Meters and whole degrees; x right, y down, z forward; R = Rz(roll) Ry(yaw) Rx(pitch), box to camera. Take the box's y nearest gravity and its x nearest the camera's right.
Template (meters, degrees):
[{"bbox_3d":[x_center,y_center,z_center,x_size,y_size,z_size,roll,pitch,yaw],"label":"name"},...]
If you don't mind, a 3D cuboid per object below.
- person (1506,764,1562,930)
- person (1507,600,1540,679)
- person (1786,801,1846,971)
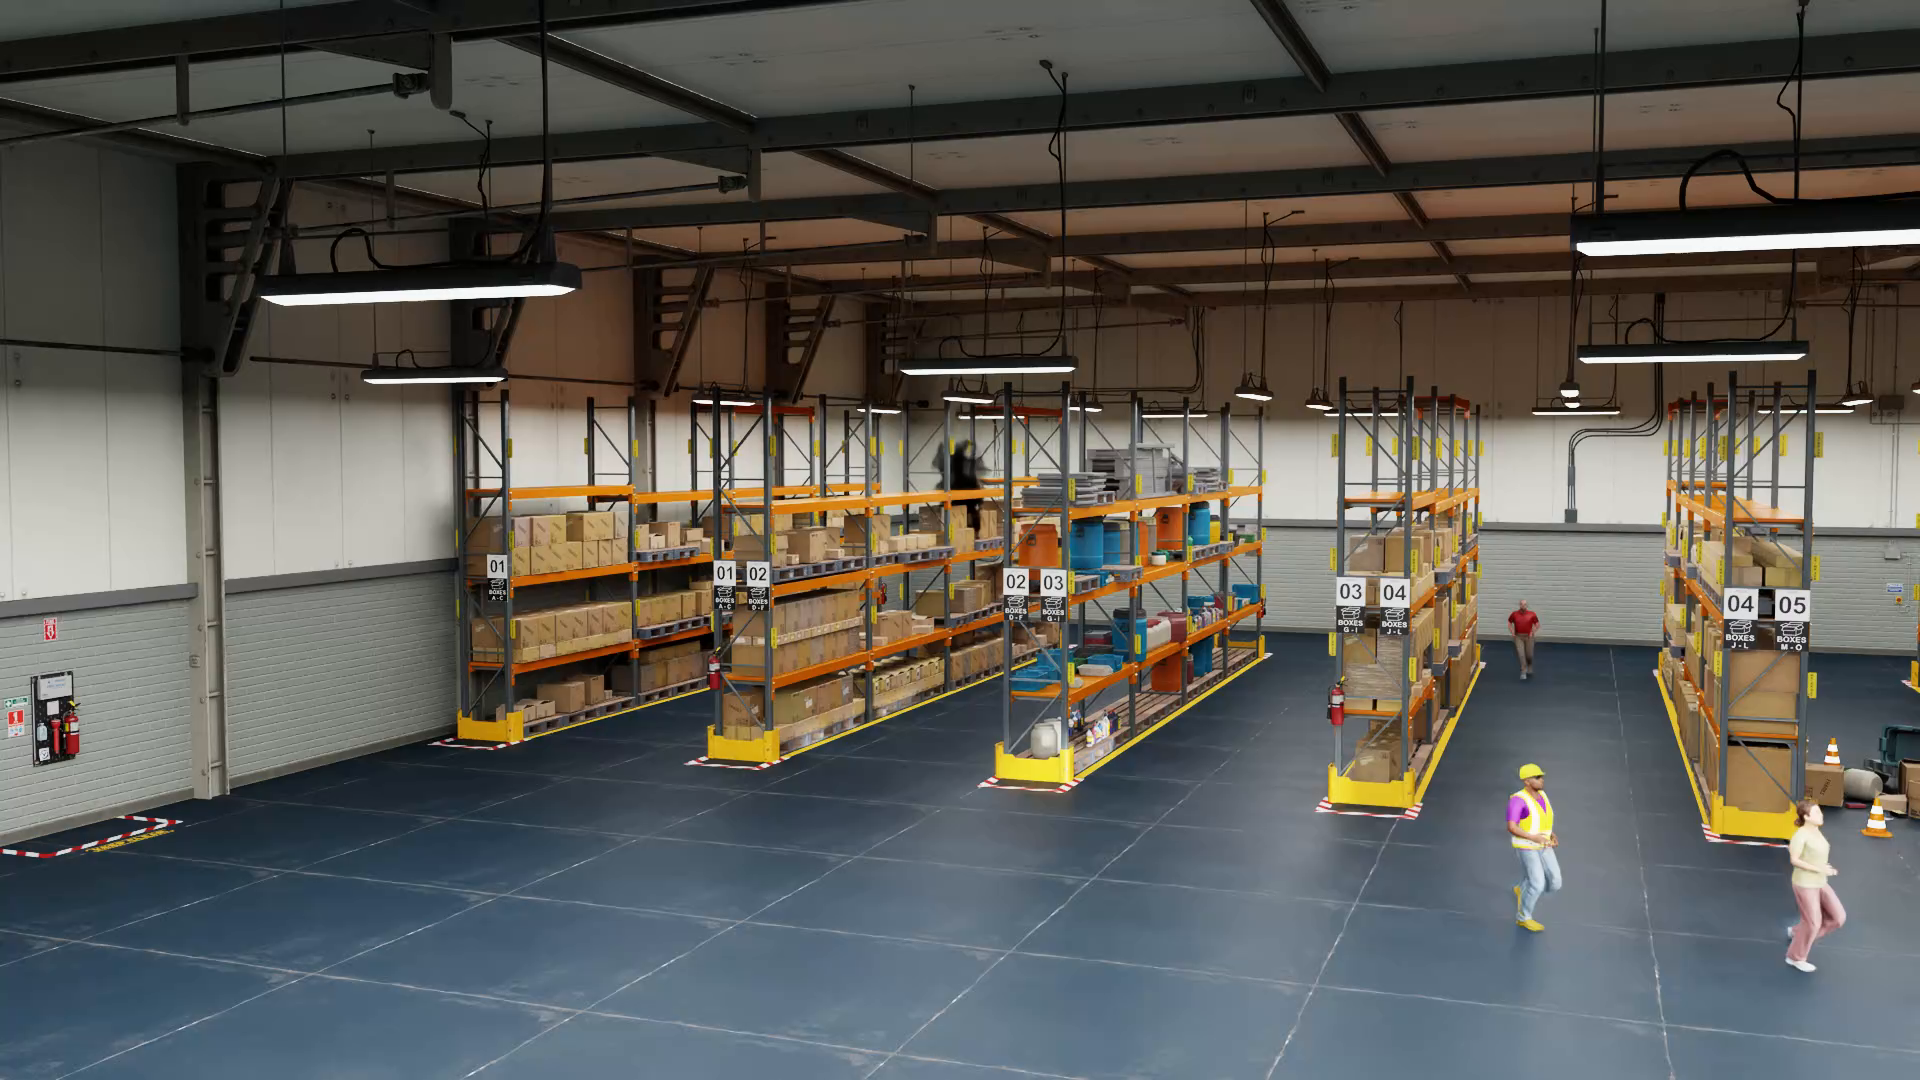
[{"bbox_3d":[5.974,3.189,17.302,0.700,1.721,0.582,-2,4,-37],"label":"person"},{"bbox_3d":[12.310,2.160,36.362,0.675,1.715,0.723,1,3,20],"label":"person"},{"bbox_3d":[8.151,3.304,15.889,0.627,1.640,0.525,-3,4,-38],"label":"person"}]
